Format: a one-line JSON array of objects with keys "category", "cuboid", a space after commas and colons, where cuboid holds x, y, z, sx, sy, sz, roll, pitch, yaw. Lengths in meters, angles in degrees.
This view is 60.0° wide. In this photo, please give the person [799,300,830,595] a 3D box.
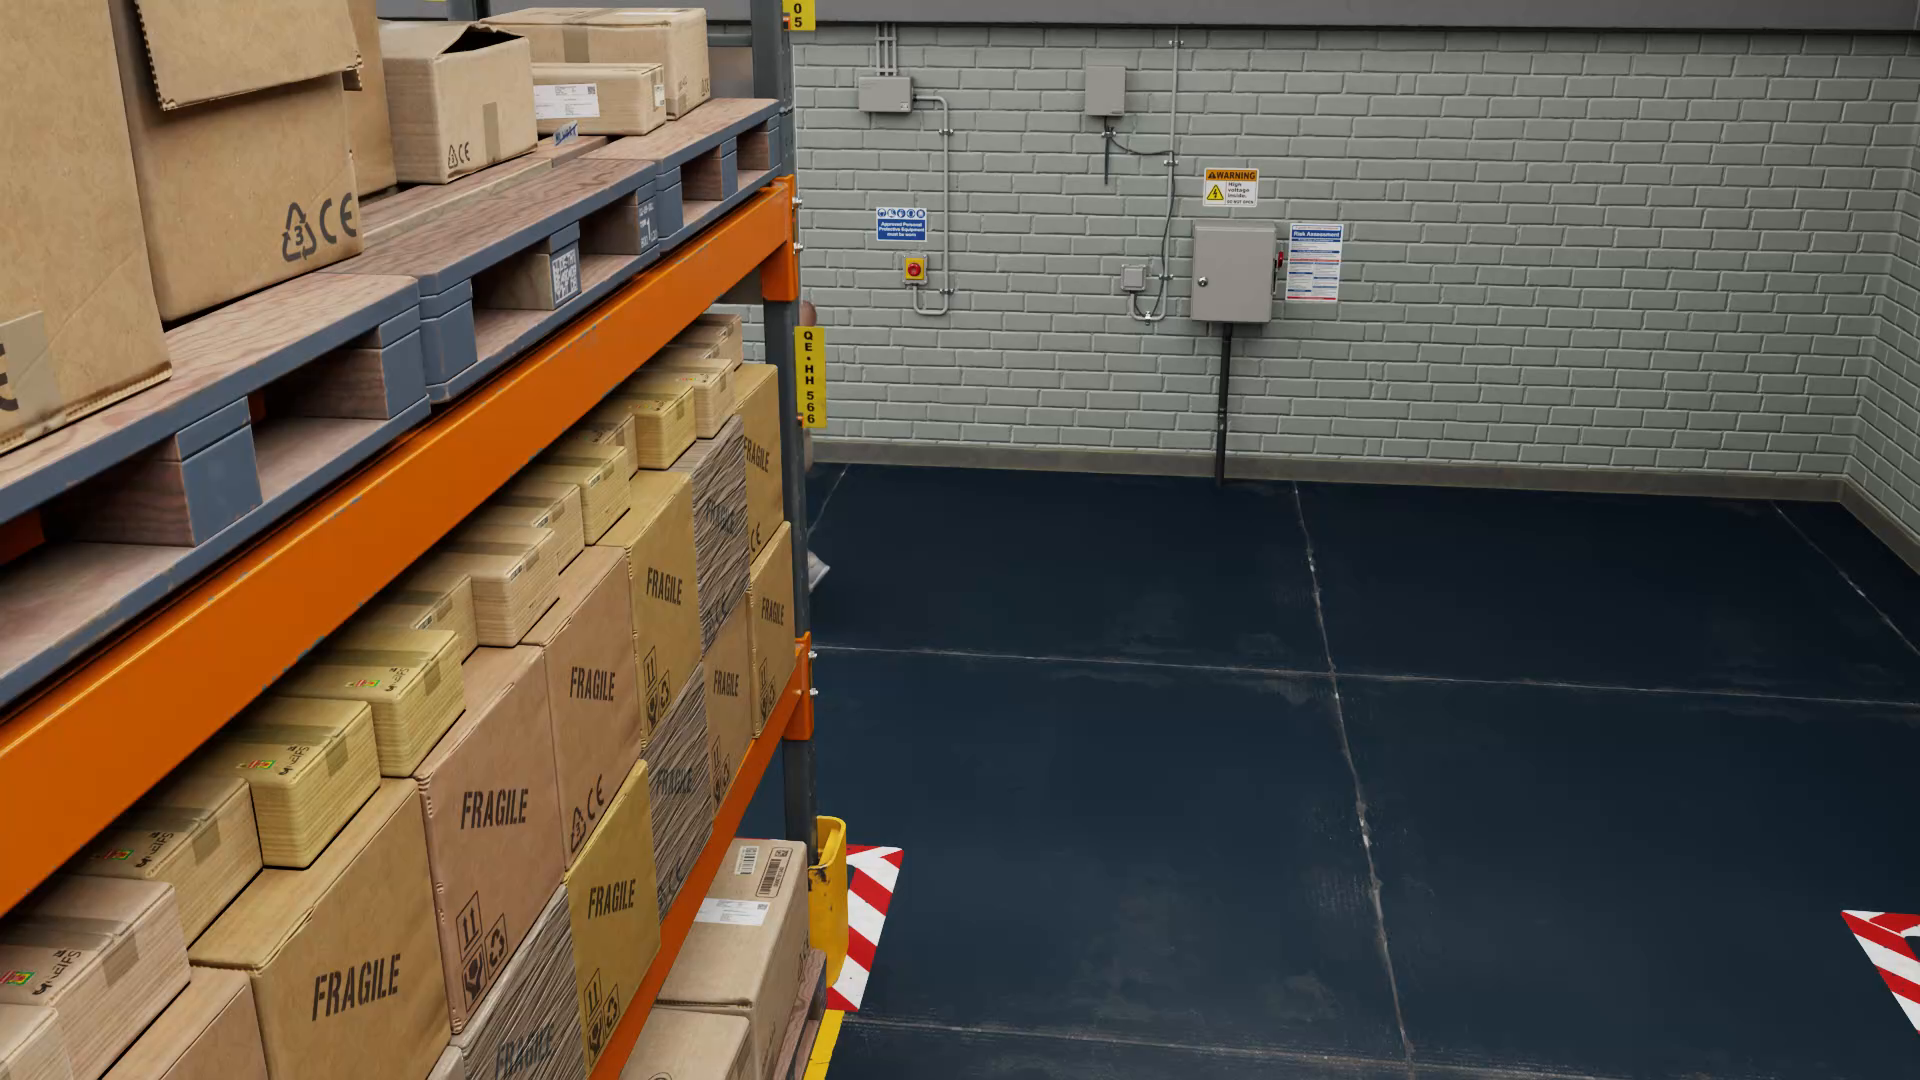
[{"category": "person", "cuboid": [-1.038, -0.442, 8.777, 0.775, 1.678, 0.605, 6, 22, 15]}]
